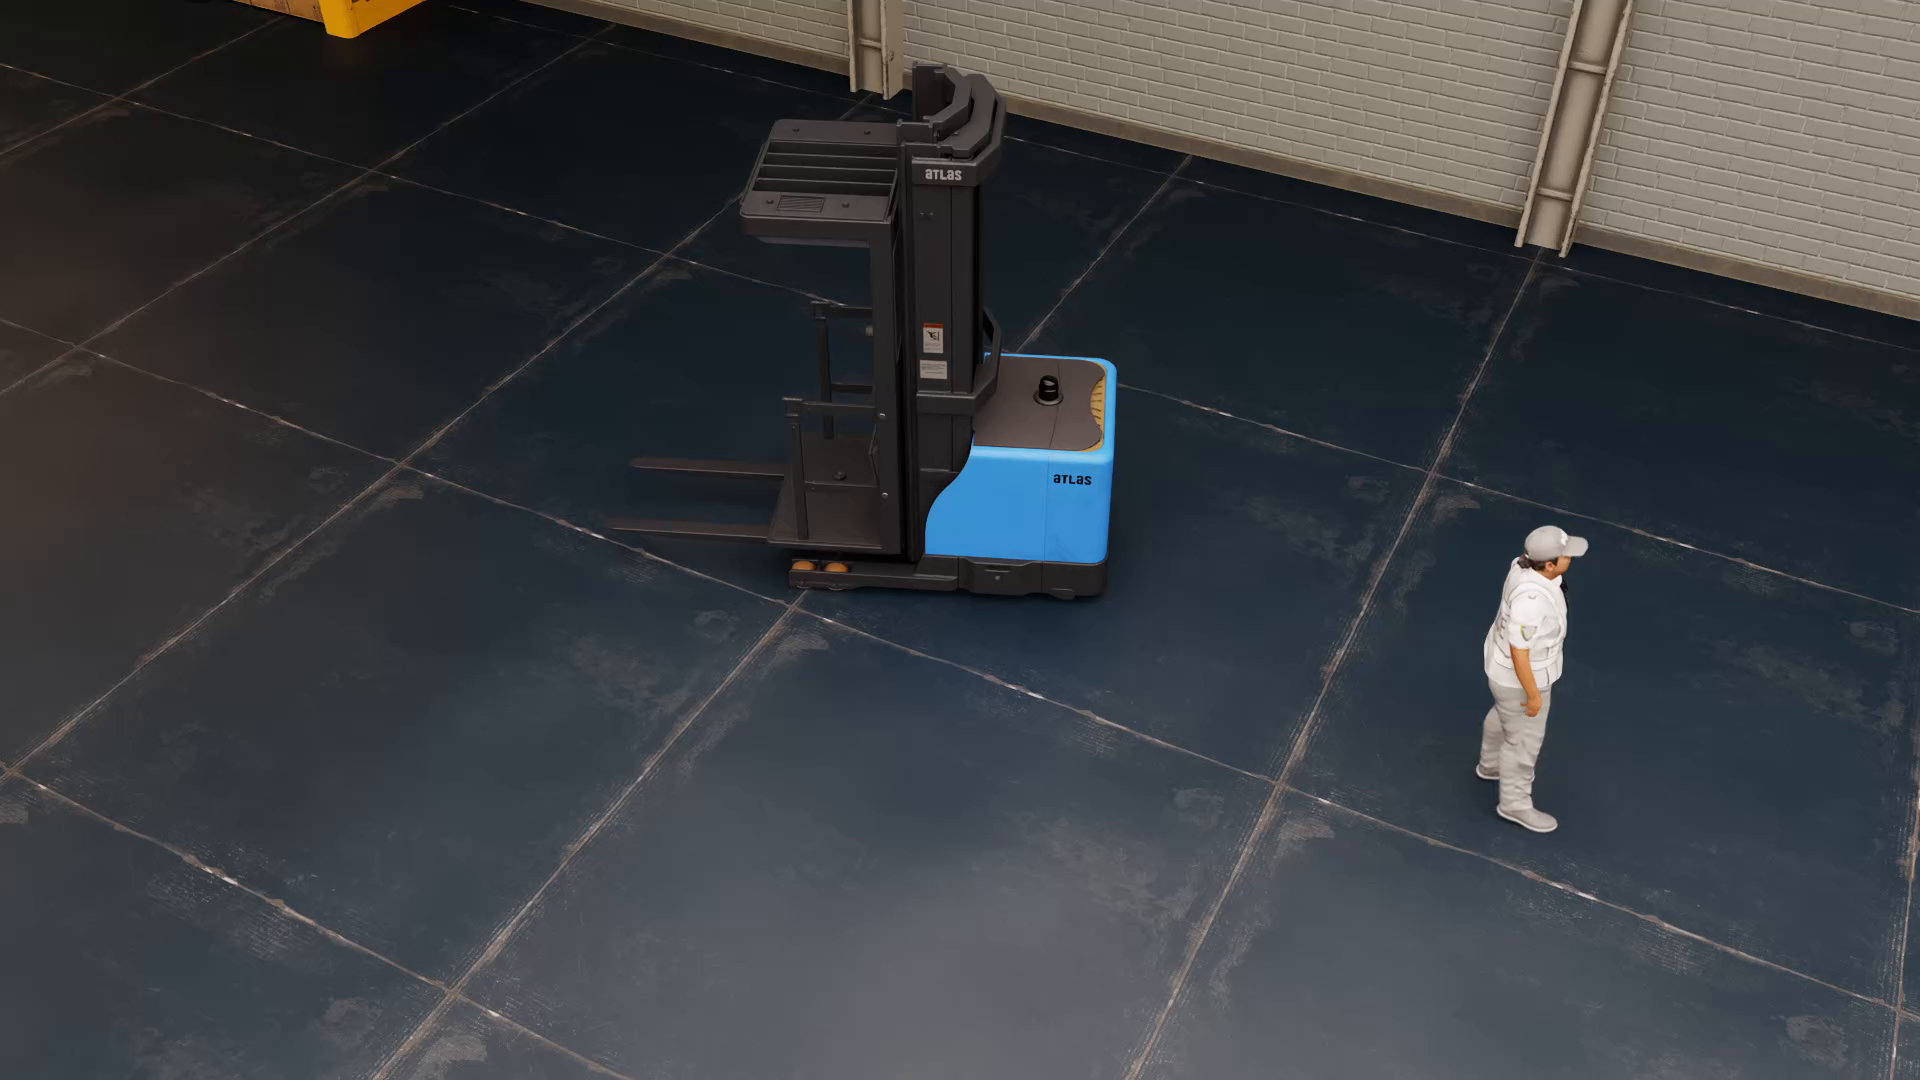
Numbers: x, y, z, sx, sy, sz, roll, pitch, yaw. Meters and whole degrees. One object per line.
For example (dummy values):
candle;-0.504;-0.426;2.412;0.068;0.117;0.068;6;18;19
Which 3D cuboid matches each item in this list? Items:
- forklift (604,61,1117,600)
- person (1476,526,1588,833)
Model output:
forklift;-0.606;-1.157;9.360;3.031;2.935;1.130;3;40;4
person;2.850;0.645;8.192;0.529;1.670;0.596;9;41;10
